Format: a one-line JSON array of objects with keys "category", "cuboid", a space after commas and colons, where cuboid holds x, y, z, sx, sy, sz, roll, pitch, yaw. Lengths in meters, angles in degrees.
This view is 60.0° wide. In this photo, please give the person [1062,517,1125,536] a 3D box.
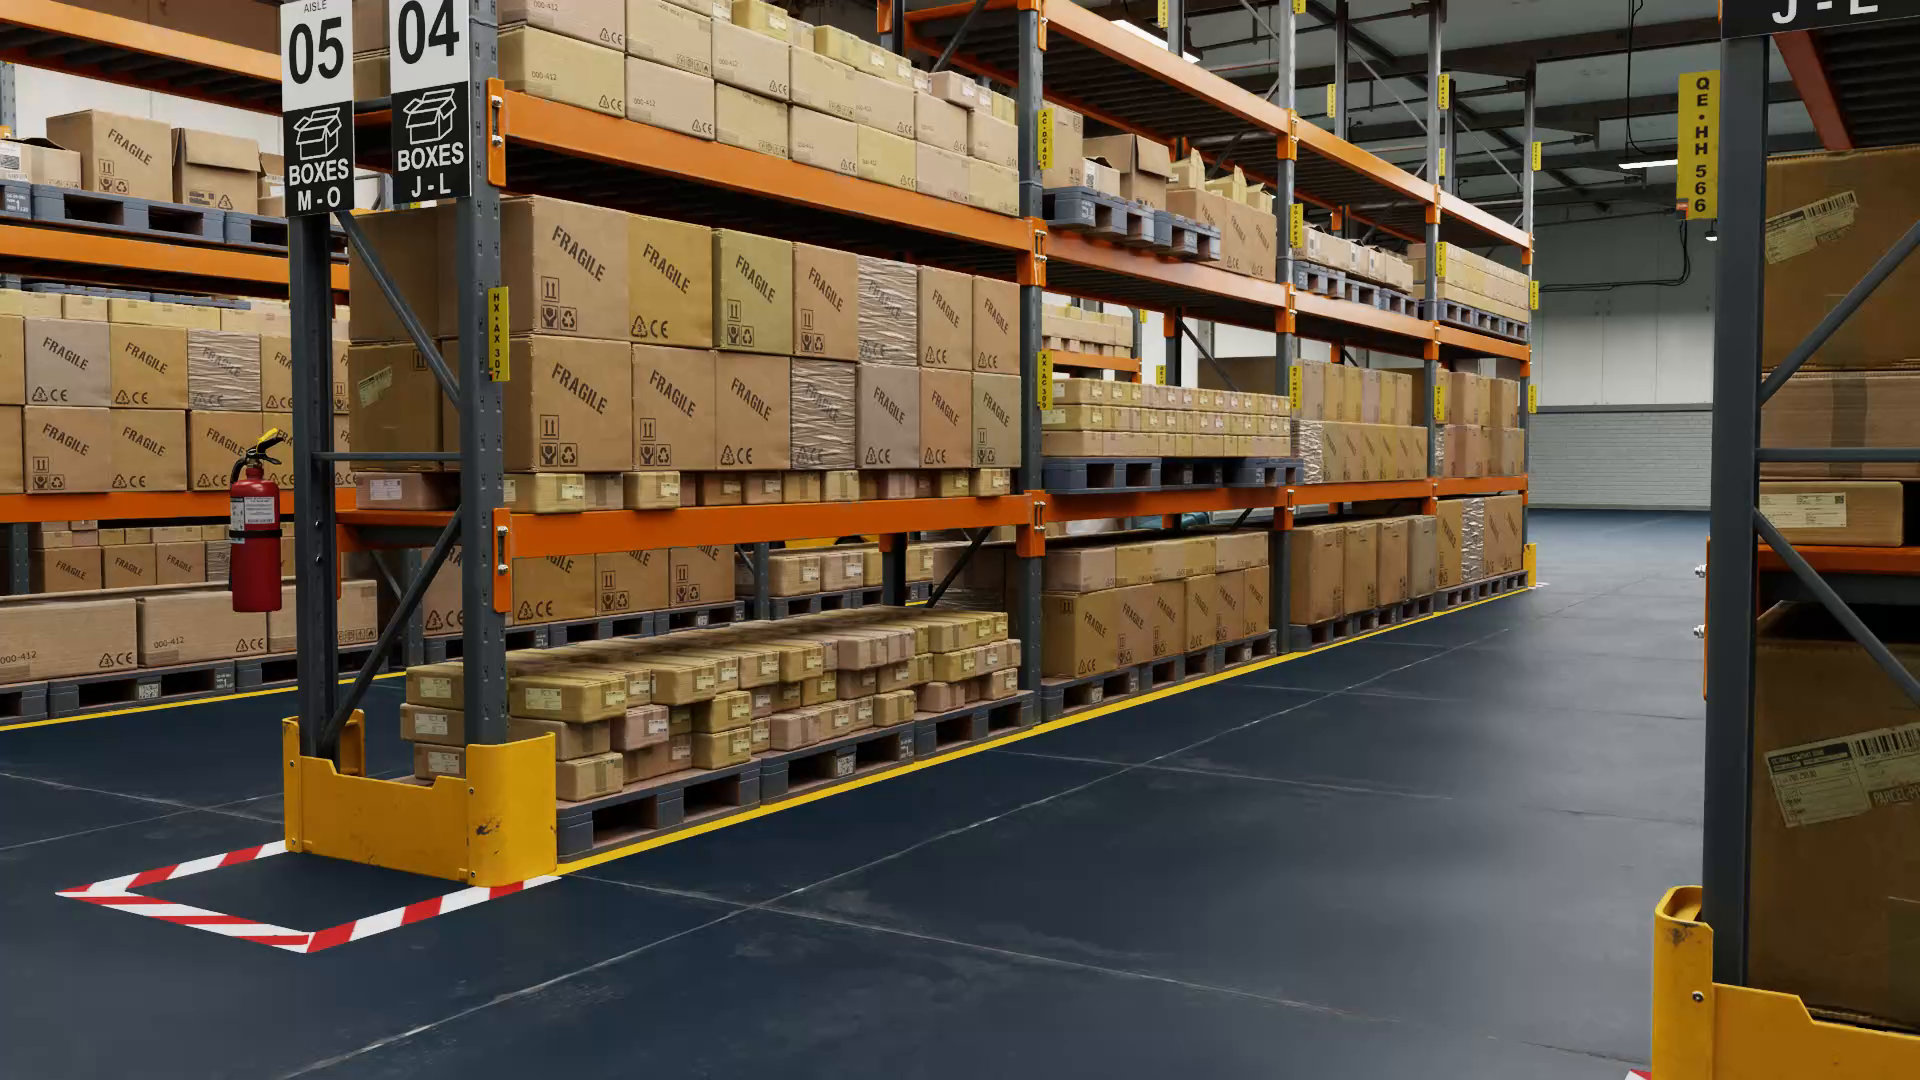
[{"category": "person", "cuboid": [1.137, -0.069, 14.219, 0.591, 1.746, 0.437, 2, 3, 28]}]
